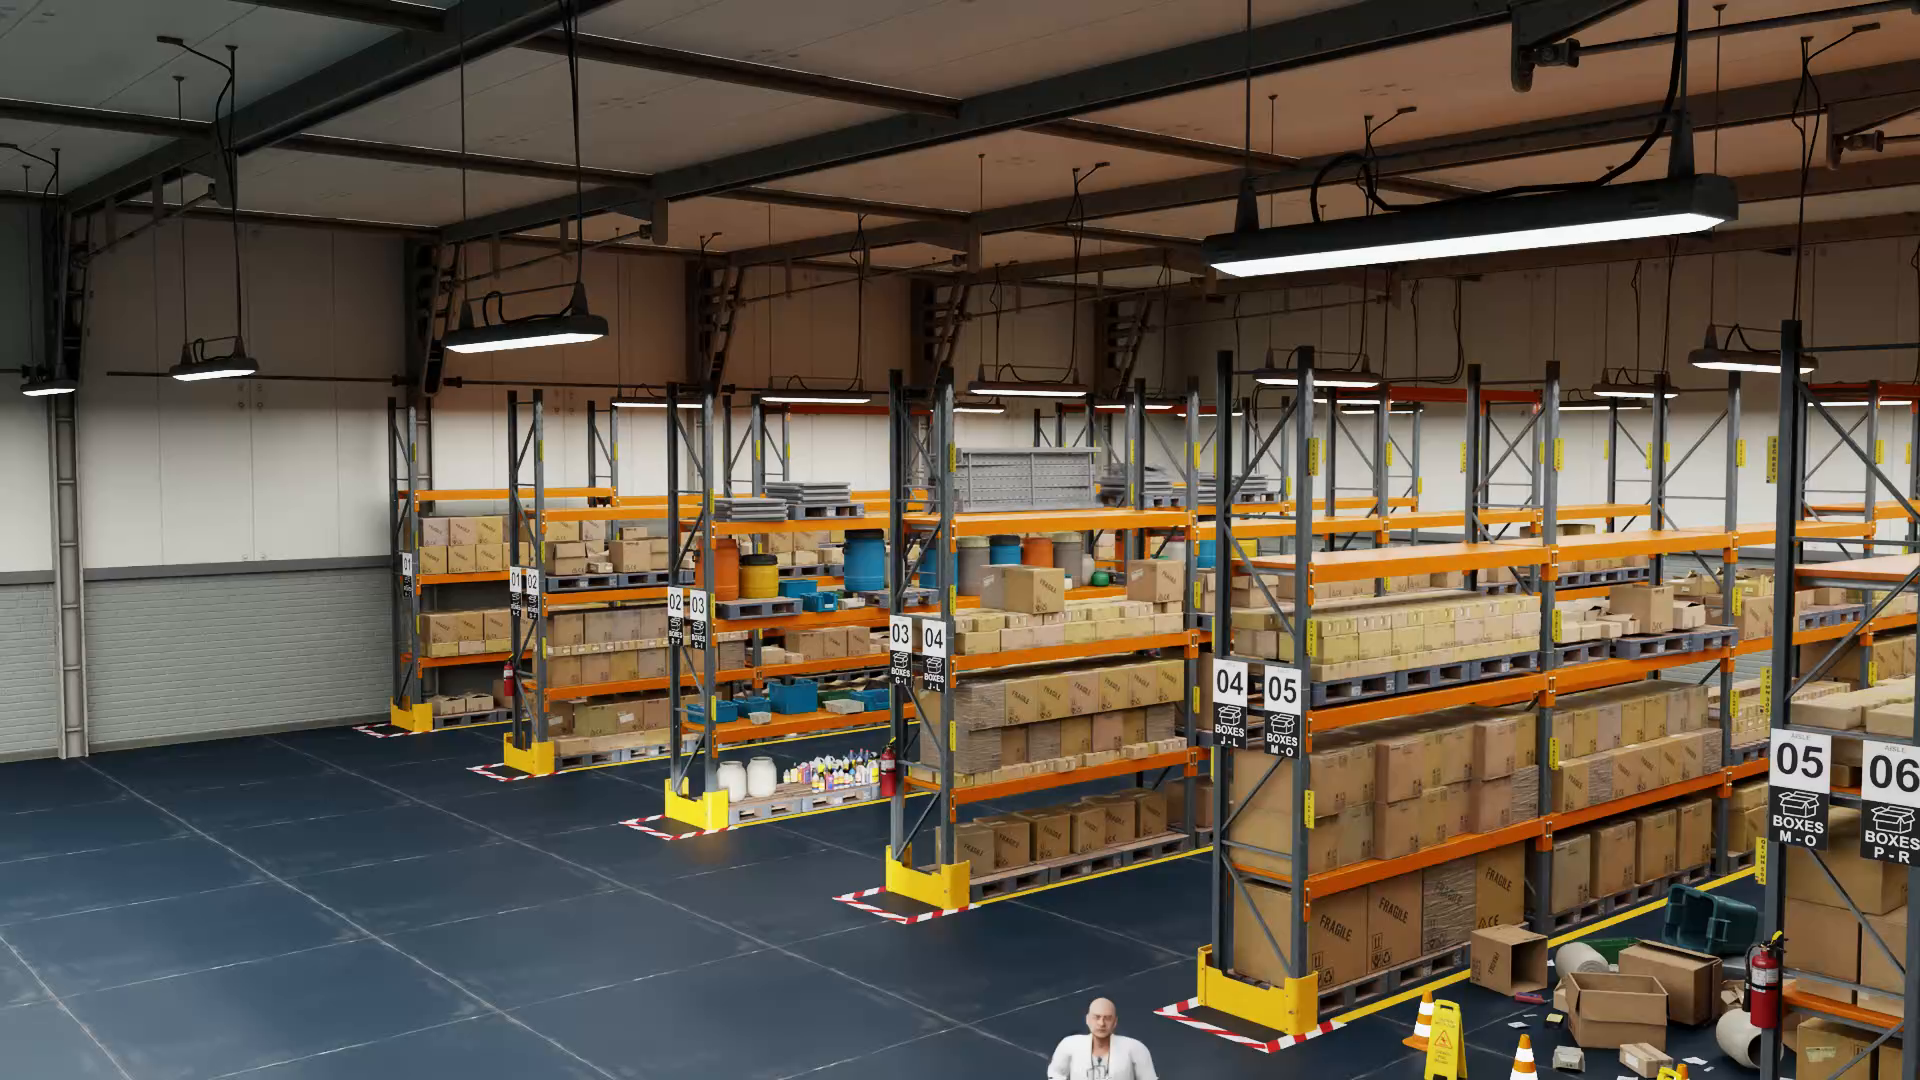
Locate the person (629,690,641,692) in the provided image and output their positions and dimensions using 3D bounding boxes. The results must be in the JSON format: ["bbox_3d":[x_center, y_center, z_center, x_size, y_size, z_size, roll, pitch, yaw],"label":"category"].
[{"bbox_3d":[-5.644,2.649,29.327,0.570,1.604,0.575,-3,5,-44],"label":"person"}]

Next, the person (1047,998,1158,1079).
[{"bbox_3d":[0.890,3.713,10.339,0.696,1.761,1.031,0,3,3],"label":"person"}]
